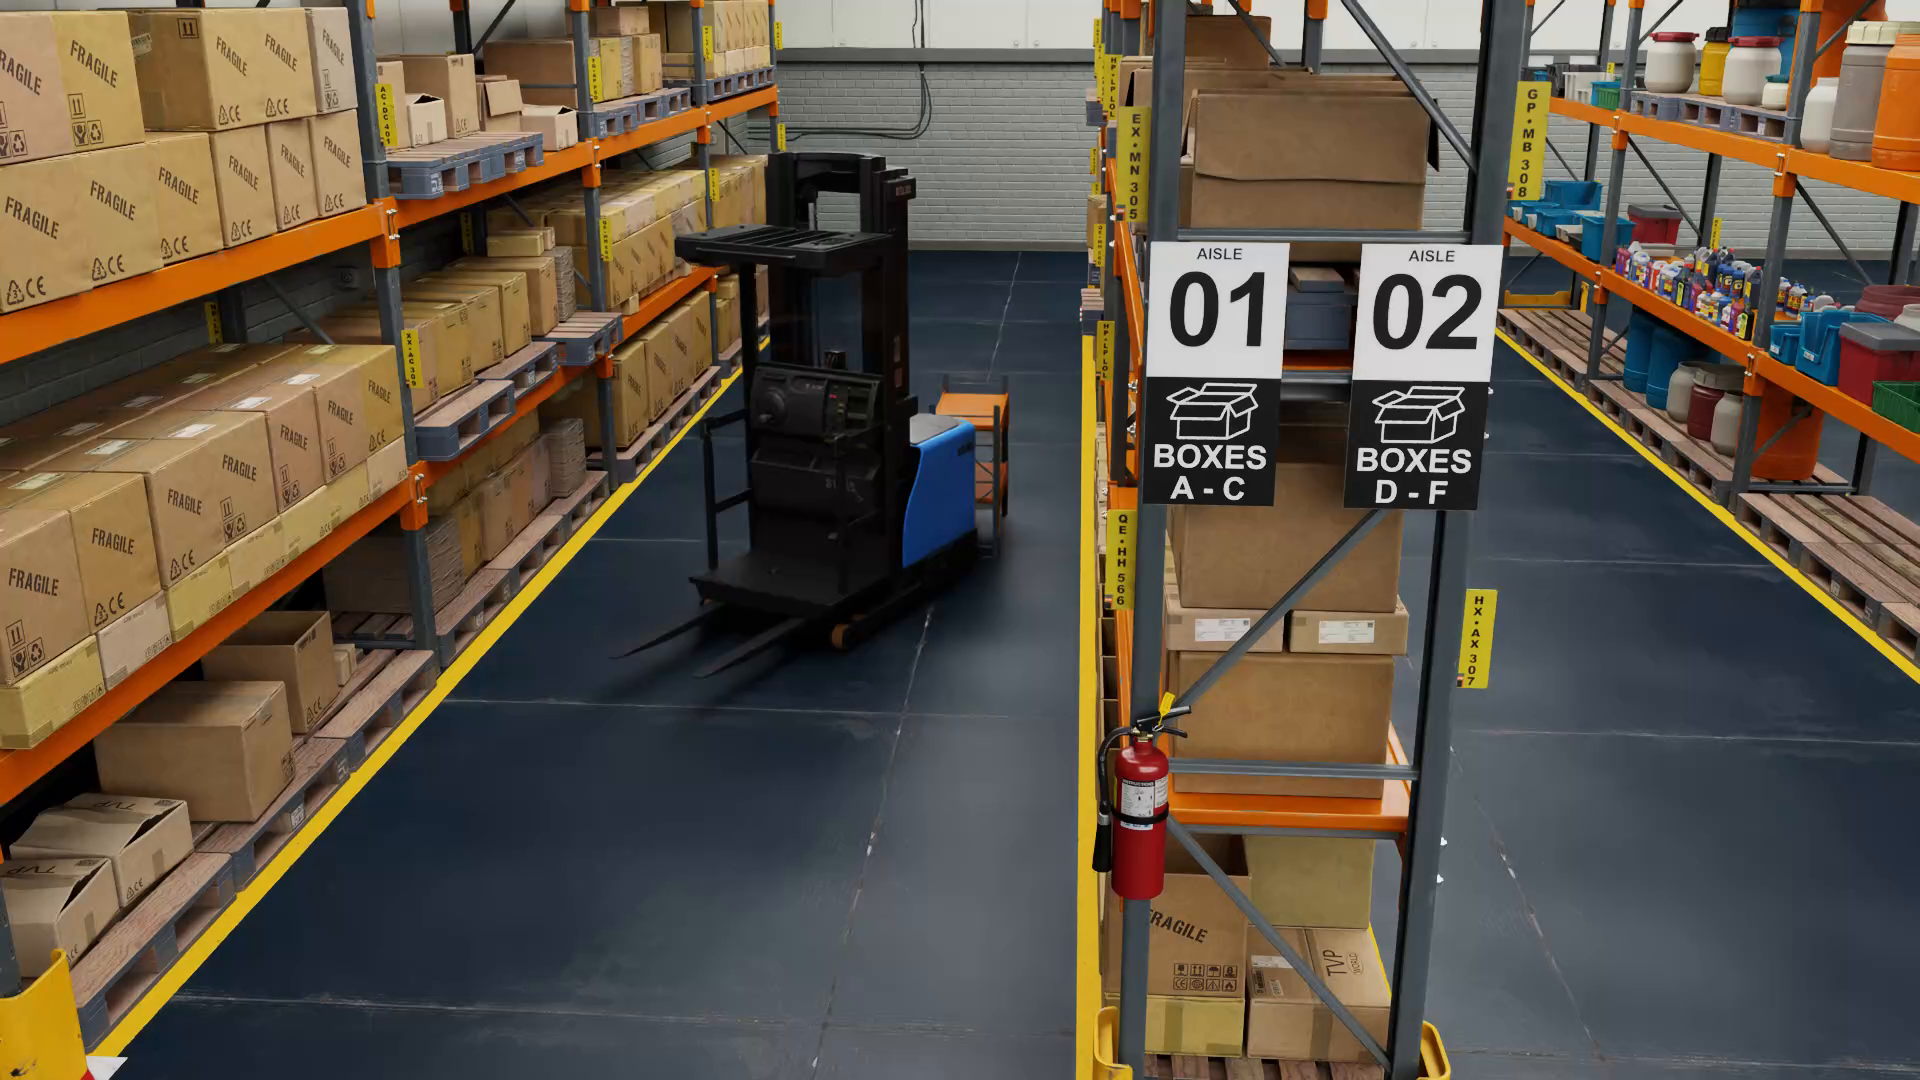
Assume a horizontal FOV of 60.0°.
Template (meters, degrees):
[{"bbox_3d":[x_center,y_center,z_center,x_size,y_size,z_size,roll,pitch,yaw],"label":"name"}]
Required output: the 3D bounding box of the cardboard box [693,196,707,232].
[{"bbox_3d":[-2.818,-3.144,16.529,0.500,0.500,0.500,1,18,3],"label":"cardboard box"}]

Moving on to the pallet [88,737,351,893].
[{"bbox_3d":[-3.708,1.305,8.102,1.003,0.211,1.213,1,18,4],"label":"pallet"}]

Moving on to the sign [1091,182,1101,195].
[{"bbox_3d":[1.363,-3.406,16.610,0.100,0.325,0.005,1,18,4],"label":"sign"}]

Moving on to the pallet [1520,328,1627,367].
[{"bbox_3d":[6.944,-2.157,18.668,1.003,0.211,1.213,1,18,4],"label":"pallet"}]

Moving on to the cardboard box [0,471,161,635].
[{"bbox_3d":[-3.518,0.043,6.478,0.500,0.500,0.500,1,18,4],"label":"cardboard box"}]

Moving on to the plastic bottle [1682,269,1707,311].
[{"bbox_3d":[6.296,-2.146,14.234,0.144,0.351,0.185,1,18,4],"label":"plastic bottle"}]

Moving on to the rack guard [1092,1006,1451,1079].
[{"bbox_3d":[1.042,1.937,5.708,1.175,0.500,0.348,1,18,4],"label":"rack guard"}]

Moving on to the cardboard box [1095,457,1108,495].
[{"bbox_3d":[1.219,-0.424,11.741,0.500,0.311,0.500,1,18,2],"label":"cardboard box"}]

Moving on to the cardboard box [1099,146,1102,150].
[{"bbox_3d":[1.753,-3.986,18.004,0.500,0.500,0.500,1,18,4],"label":"cardboard box"}]

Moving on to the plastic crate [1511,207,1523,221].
[{"bbox_3d":[6.680,-3.852,19.687,0.250,0.136,0.298,1,18,4],"label":"plastic crate"}]

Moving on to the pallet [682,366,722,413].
[{"bbox_3d":[-3.017,-1.528,16.747,1.003,0.211,1.213,1,18,4],"label":"pallet"}]

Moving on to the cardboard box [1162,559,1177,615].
[{"bbox_3d":[0.899,0.182,5.848,0.380,0.149,0.250,2,18,5],"label":"cardboard box"}]

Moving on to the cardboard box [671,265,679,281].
[{"bbox_3d":[-2.881,-2.557,15.781,0.380,0.149,0.250,1,18,4],"label":"cardboard box"}]

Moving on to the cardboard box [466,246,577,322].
[{"bbox_3d":[-3.347,-1.962,12.728,0.700,0.500,0.500,-1,18,-3],"label":"cardboard box"}]

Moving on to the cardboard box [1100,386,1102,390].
[{"bbox_3d":[1.450,-1.433,14.084,0.500,0.250,0.500,2,18,6],"label":"cardboard box"}]

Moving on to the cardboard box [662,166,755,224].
[{"bbox_3d":[-2.881,-3.858,18.897,0.980,0.700,0.700,0,18,1],"label":"cardboard box"}]

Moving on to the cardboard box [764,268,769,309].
[{"bbox_3d":[-2.700,-3.129,20.494,0.700,0.500,0.500,1,18,4],"label":"cardboard box"}]

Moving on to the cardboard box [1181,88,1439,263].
[{"bbox_3d":[1.090,-1.177,5.315,0.797,0.503,0.637,3,18,8],"label":"cardboard box"}]

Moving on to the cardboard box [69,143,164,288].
[{"bbox_3d":[-3.516,-1.275,6.488,0.500,0.500,0.500,2,18,6],"label":"cardboard box"}]

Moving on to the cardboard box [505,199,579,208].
[{"bbox_3d":[-3.509,-2.714,14.014,0.500,0.250,0.500,1,18,2],"label":"cardboard box"}]

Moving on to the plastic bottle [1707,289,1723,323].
[{"bbox_3d":[6.232,-1.933,13.711,0.097,0.271,0.097,0,18,0],"label":"plastic bottle"}]

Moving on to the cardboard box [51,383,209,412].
[{"bbox_3d":[-3.934,-0.448,7.977,0.500,0.500,0.500,2,18,5],"label":"cardboard box"}]

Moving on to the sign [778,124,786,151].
[{"bbox_3d":[-2.210,-4.983,20.573,0.100,0.325,0.005,1,18,4],"label":"sign"}]

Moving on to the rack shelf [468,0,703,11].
[{"bbox_3d":[-3.180,-4.792,14.394,1.077,0.370,4.000,1,18,4],"label":"rack shelf"}]

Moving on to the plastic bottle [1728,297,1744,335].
[{"bbox_3d":[6.178,-1.782,13.232,0.061,0.283,0.133,1,18,4],"label":"plastic bottle"}]

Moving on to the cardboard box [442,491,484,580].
[{"bbox_3d":[-3.587,-0.021,10.979,0.700,0.500,0.500,1,18,3],"label":"cardboard box"}]

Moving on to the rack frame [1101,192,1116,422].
[{"bbox_3d":[1.618,-1.743,12.924,1.000,3.000,0.127,1,18,4],"label":"rack frame"}]

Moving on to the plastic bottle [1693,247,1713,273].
[{"bbox_3d":[7.139,-2.685,15.998,0.152,0.276,0.135,1,18,4],"label":"plastic bottle"}]

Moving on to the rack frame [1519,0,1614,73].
[{"bbox_3d":[7.131,-6.966,19.231,1.000,3.000,0.127,1,18,4],"label":"rack frame"}]

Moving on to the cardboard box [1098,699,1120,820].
[{"bbox_3d":[0.843,1.009,7.065,0.500,0.500,0.500,1,18,4],"label":"cardboard box"}]

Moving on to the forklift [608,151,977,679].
[{"bbox_3d":[-1.027,-0.868,10.366,1.130,2.935,3.031,10,20,27],"label":"forklift"}]

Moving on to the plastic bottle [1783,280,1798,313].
[{"bbox_3d":[7.040,-2.060,14.081,0.061,0.283,0.133,1,18,4],"label":"plastic bottle"}]

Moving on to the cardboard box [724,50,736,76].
[{"bbox_3d":[-2.674,-5.062,17.643,0.500,0.250,0.500,1,18,3],"label":"cardboard box"}]

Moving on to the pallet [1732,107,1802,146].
[{"bbox_3d":[6.710,-3.202,12.864,1.003,0.211,1.213,1,18,4],"label":"pallet"}]

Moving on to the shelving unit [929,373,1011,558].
[{"bbox_3d":[0.075,-0.574,12.368,0.538,1.125,1.048,2,18,5],"label":"shelving unit"}]

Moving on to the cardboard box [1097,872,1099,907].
[{"bbox_3d":[0.846,1.365,7.181,0.500,0.250,0.500,1,18,4],"label":"cardboard box"}]

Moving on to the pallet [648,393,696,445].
[{"bbox_3d":[-3.102,-1.148,15.587,1.003,0.211,1.213,1,18,4],"label":"pallet"}]

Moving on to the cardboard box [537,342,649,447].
[{"bbox_3d":[-3.140,-1.255,14.215,0.750,0.750,0.750,1,18,3],"label":"cardboard box"}]

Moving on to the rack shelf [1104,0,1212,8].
[{"bbox_3d":[1.761,-4.683,14.060,1.077,0.370,4.000,1,18,4],"label":"rack shelf"}]

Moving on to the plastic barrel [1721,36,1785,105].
[{"bbox_3d":[6.535,-3.874,13.720,0.433,0.535,0.433,0,18,0],"label":"plastic barrel"}]

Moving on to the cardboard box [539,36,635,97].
[{"bbox_3d":[-3.285,-4.177,14.669,0.700,0.500,0.500,1,18,4],"label":"cardboard box"}]

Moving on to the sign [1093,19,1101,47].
[{"bbox_3d":[1.650,-6.080,19.940,0.100,0.325,0.005,1,18,4],"label":"sign"}]

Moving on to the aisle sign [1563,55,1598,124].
[{"bbox_3d":[7.429,-5.367,19.809,0.394,0.787,0.004,1,18,4],"label":"aisle sign"}]

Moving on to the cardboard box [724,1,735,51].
[{"bbox_3d":[-2.675,-5.427,17.552,0.500,0.500,0.500,1,18,3],"label":"cardboard box"}]

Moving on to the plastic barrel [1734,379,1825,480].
[{"bbox_3d":[6.576,-0.951,13.320,0.600,0.830,0.708,1,18,4],"label":"plastic barrel"}]

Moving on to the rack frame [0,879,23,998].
[{"bbox_3d":[-3.894,0.633,5.675,0.949,2.616,0.053,1,18,4],"label":"rack frame"}]

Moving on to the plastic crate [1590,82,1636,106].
[{"bbox_3d":[6.592,-4.509,16.818,0.416,0.233,0.300,1,18,4],"label":"plastic crate"}]

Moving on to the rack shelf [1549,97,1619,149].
[{"bbox_3d":[6.988,-4.578,17.915,1.077,0.370,4.000,1,18,4],"label":"rack shelf"}]

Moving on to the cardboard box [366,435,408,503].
[{"bbox_3d":[-3.342,-0.394,9.017,0.500,0.250,0.500,1,18,4],"label":"cardboard box"}]

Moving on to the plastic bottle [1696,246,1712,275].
[{"bbox_3d":[6.961,-2.560,15.498,0.144,0.351,0.185,1,18,4],"label":"plastic bottle"}]

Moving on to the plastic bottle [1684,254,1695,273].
[{"bbox_3d":[7.013,-2.646,16.000,0.097,0.201,0.097,0,18,0],"label":"plastic bottle"}]

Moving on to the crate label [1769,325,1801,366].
[{"bbox_3d":[6.154,-1.429,12.235,0.303,0.233,0.416,1,18,4],"label":"crate label"}]

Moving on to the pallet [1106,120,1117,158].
[{"bbox_3d":[1.658,-2.866,11.837,1.213,0.211,1.003,2,18,6],"label":"pallet"}]
